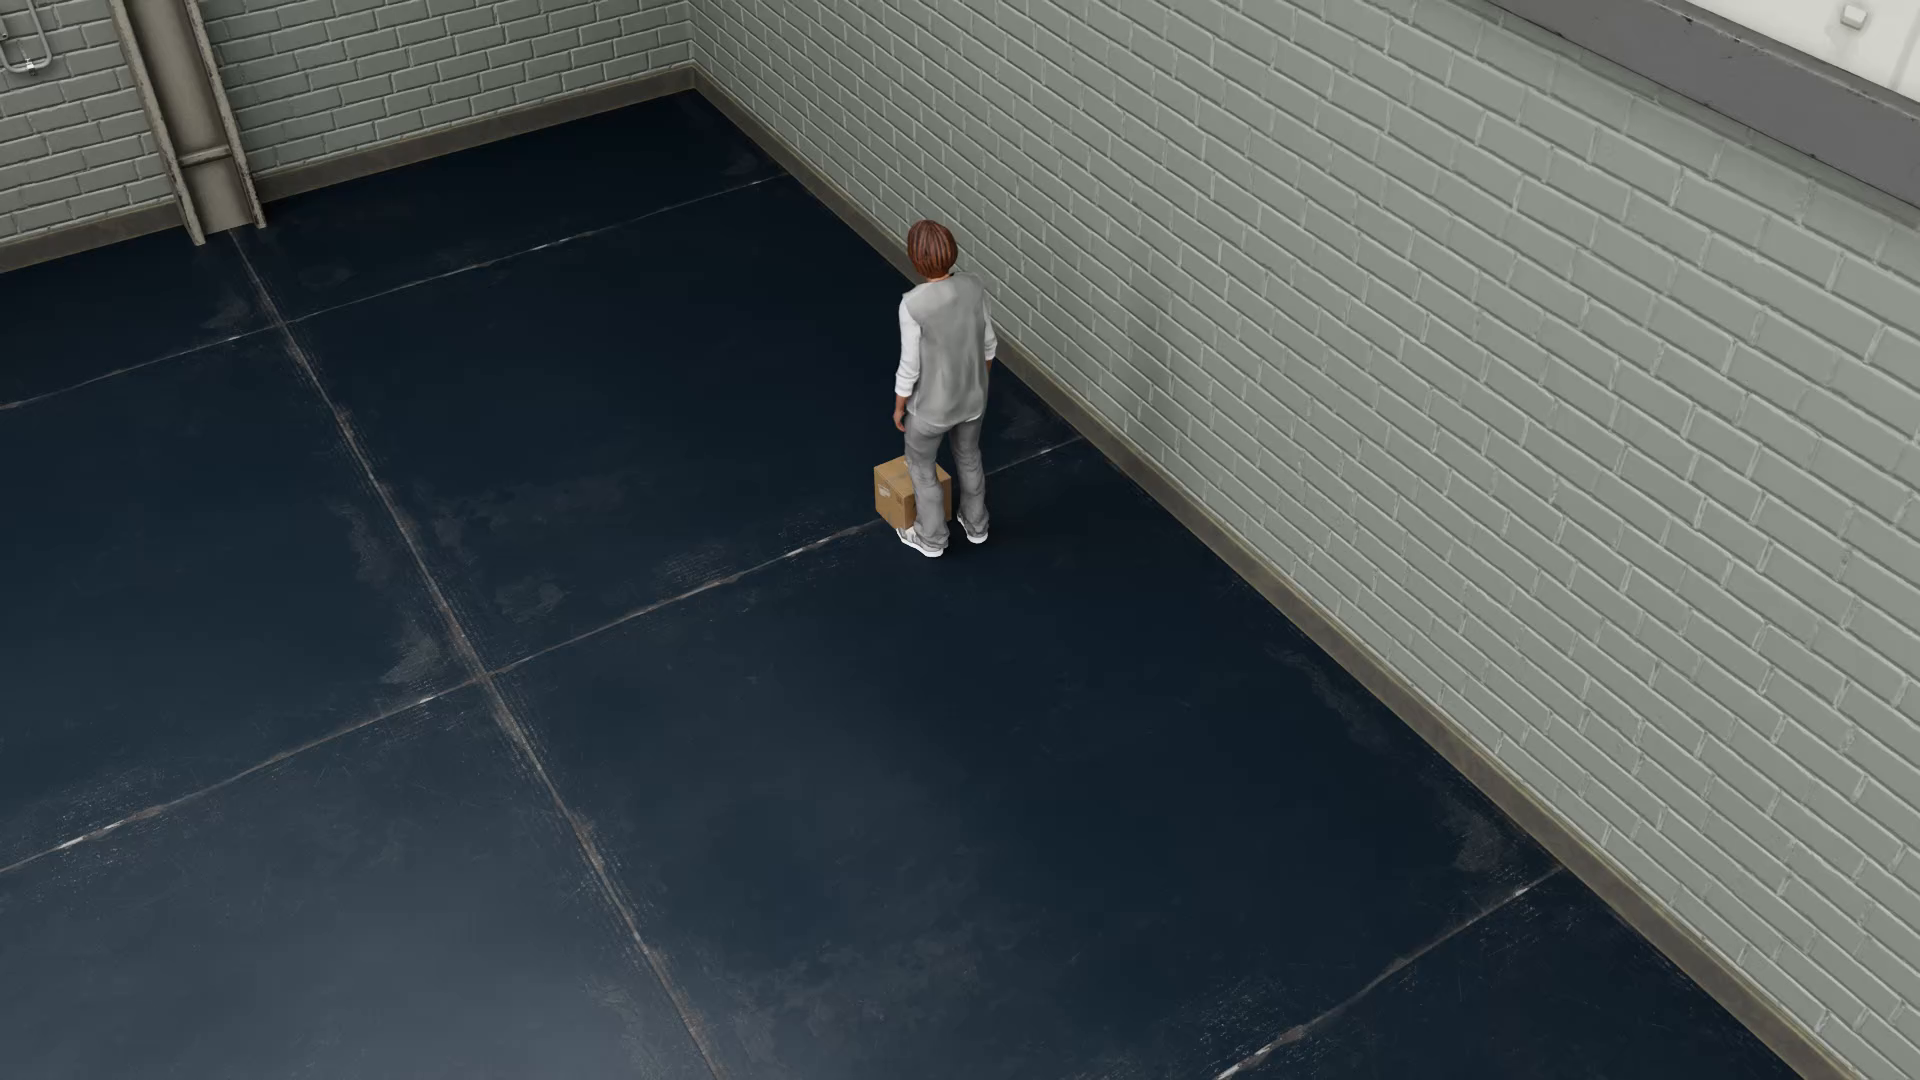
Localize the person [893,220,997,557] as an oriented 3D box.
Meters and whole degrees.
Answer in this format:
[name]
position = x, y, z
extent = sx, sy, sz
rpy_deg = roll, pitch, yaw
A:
[person]
position = -0.073, -0.585, 6.832
extent = 0.459, 1.593, 0.369
rpy_deg = -23, 46, -24
